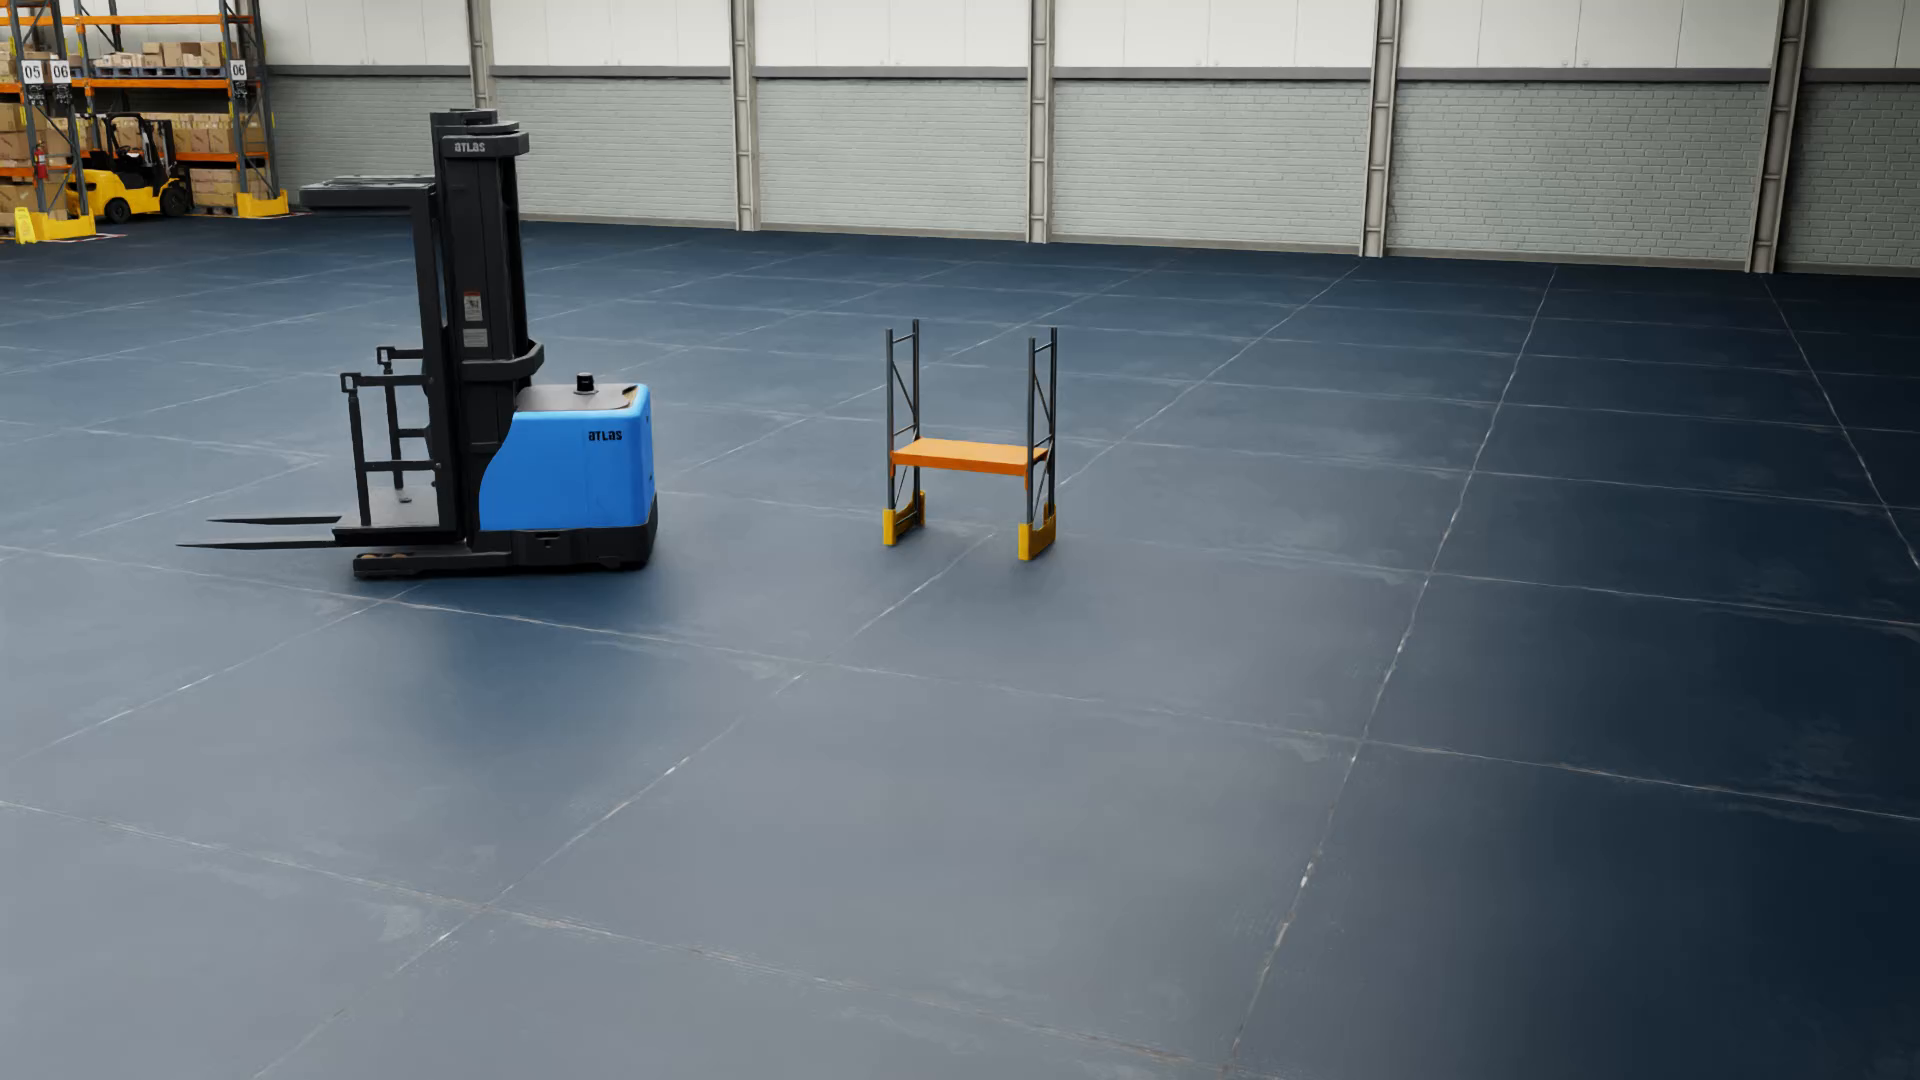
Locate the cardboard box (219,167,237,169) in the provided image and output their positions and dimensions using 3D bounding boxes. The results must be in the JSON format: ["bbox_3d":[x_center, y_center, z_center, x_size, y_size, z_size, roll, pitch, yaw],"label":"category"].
[{"bbox_3d":[-15.828,-7.944,36.043,0.500,0.250,0.500,6,17,21],"label":"cardboard box"}]

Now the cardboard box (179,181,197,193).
[{"bbox_3d":[-16.502,-7.626,35.843,0.500,0.250,0.500,6,17,19],"label":"cardboard box"}]

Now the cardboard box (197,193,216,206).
[{"bbox_3d":[-15.996,-7.335,35.738,0.500,0.250,0.500,6,17,21],"label":"cardboard box"}]

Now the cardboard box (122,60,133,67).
[{"bbox_3d":[-17.684,-10.210,35.600,0.250,0.149,0.380,7,18,22],"label":"cardboard box"}]

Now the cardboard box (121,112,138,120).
[{"bbox_3d":[-18.001,-9.209,36.139,0.250,0.149,0.380,6,17,20],"label":"cardboard box"}]

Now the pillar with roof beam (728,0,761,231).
[{"bbox_3d":[-5.718,-9.276,27.486,0.400,9.000,9.100,6,17,21],"label":"pillar with roof beam"}]

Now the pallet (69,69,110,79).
[{"bbox_3d":[-19.531,-10.279,36.663,1.217,0.209,0.805,6,17,18],"label":"pallet"}]

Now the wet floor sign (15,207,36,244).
[{"bbox_3d":[-17.018,-5.719,30.216,0.232,0.644,0.267,14,21,40],"label":"wet floor sign"}]

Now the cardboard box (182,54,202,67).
[{"bbox_3d":[-16.102,-10.092,34.984,0.258,0.266,0.396,6,17,21],"label":"cardboard box"}]

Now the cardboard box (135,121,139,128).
[{"bbox_3d":[-17.565,-8.985,35.900,0.250,0.149,0.380,6,17,20],"label":"cardboard box"}]

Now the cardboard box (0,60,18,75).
[{"bbox_3d":[-17.377,-8.640,30.411,0.500,0.250,0.500,6,17,20],"label":"cardboard box"}]

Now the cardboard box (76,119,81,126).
[{"bbox_3d":[-19.351,-9.202,36.648,0.250,0.149,0.380,6,17,20],"label":"cardboard box"}]

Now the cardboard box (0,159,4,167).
[{"bbox_3d":[-17.735,-7.038,30.986,0.250,0.149,0.380,6,17,20],"label":"cardboard box"}]

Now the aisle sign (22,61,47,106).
[{"bbox_3d":[-16.851,-8.313,30.267,0.004,0.787,0.394,6,17,21],"label":"aisle sign"}]

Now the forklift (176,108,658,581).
[{"bbox_3d":[-3.610,-1.299,10.892,3.031,2.935,1.130,-2,16,-6],"label":"forklift"}]

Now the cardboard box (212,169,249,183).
[{"bbox_3d":[-15.527,-7.762,35.415,0.500,0.250,0.500,7,18,22],"label":"cardboard box"}]

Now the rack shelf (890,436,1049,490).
[{"bbox_3d":[0.079,-0.539,11.485,1.000,0.185,0.538,6,17,21],"label":"rack shelf"}]

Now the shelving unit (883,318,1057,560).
[{"bbox_3d":[0.071,-0.712,11.438,1.083,1.500,0.587,6,17,21],"label":"shelving unit"}]

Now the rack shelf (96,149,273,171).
[{"bbox_3d":[-16.845,-8.293,36.151,4.000,0.370,1.077,6,17,21],"label":"rack shelf"}]

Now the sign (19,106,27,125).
[{"bbox_3d":[-17.024,-7.712,30.216,0.005,0.325,0.100,6,17,21],"label":"sign"}]

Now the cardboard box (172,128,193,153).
[{"bbox_3d":[-16.494,-8.572,35.642,0.500,0.500,0.500,6,17,20],"label":"cardboard box"}]

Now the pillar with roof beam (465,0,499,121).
[{"bbox_3d":[-11.299,-9.890,29.600,0.400,9.000,9.100,6,17,21],"label":"pillar with roof beam"}]

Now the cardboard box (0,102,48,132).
[{"bbox_3d":[-17.357,-7.813,30.701,0.500,0.500,0.700,6,17,19],"label":"cardboard box"}]

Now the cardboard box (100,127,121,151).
[{"bbox_3d":[-18.388,-8.778,36.352,0.500,0.500,0.500,6,17,19],"label":"cardboard box"}]

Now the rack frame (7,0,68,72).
[{"bbox_3d":[-16.802,-10.028,30.074,0.127,3.000,1.000,6,17,21],"label":"rack frame"}]

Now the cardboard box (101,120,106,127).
[{"bbox_3d":[-18.505,-9.102,36.304,0.250,0.149,0.380,6,17,20],"label":"cardboard box"}]

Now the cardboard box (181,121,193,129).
[{"bbox_3d":[-16.369,-8.861,35.473,0.250,0.149,0.380,6,17,19],"label":"cardboard box"}]

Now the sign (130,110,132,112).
[{"bbox_3d":[-18.503,-9.441,37.120,0.005,0.325,0.100,6,17,21],"label":"sign"}]

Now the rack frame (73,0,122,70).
[{"bbox_3d":[-18.705,-11.725,35.919,0.127,3.000,1.000,6,17,21],"label":"rack frame"}]

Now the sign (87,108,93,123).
[{"bbox_3d":[-18.895,-9.220,36.117,0.005,0.325,0.100,6,17,21],"label":"sign"}]

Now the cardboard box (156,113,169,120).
[{"bbox_3d":[-17.052,-9.104,35.777,0.250,0.149,0.380,6,17,21],"label":"cardboard box"}]

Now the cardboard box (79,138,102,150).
[{"bbox_3d":[-19.270,-8.755,36.720,0.500,0.250,0.500,7,17,22],"label":"cardboard box"}]

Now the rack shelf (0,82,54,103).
[{"bbox_3d":[-18.663,-8.446,31.297,4.000,0.370,1.077,6,17,21],"label":"rack shelf"}]

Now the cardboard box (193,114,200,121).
[{"bbox_3d":[-16.093,-9.000,35.420,0.250,0.149,0.380,6,17,21],"label":"cardboard box"}]

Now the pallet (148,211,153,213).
[{"bbox_3d":[-17.981,-7.412,36.827,1.213,0.211,1.003,6,17,21],"label":"pallet"}]

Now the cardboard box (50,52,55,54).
[{"bbox_3d":[-20.182,-10.580,36.585,0.500,0.311,0.500,6,17,19],"label":"cardboard box"}]

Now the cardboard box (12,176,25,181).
[{"bbox_3d":[-21.240,-8.182,37.982,0.625,0.625,0.875,7,18,22],"label":"cardboard box"}]

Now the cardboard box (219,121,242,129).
[{"bbox_3d":[-15.410,-8.757,35.114,0.250,0.149,0.380,7,17,21],"label":"cardboard box"}]
